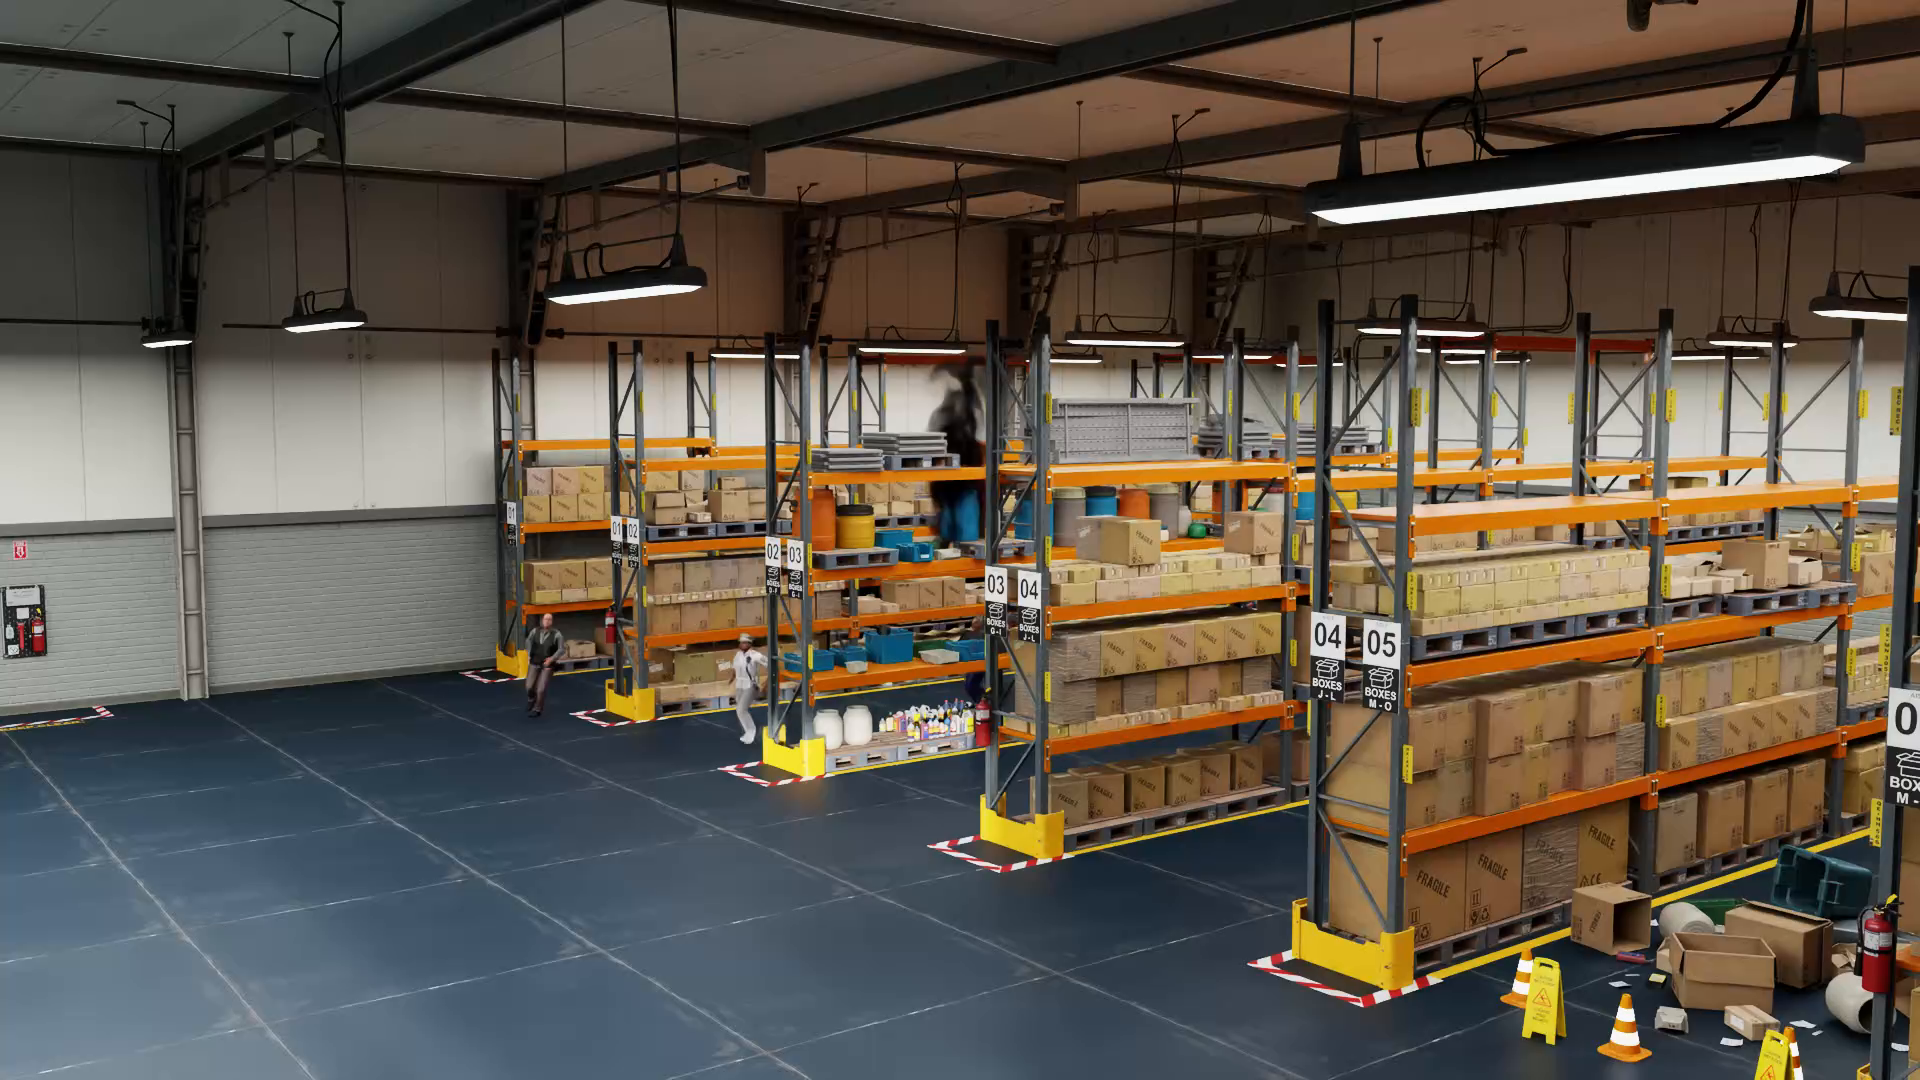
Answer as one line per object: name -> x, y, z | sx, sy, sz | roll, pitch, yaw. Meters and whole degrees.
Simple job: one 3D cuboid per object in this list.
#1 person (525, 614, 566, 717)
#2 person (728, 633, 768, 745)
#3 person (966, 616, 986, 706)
person -> -6.654, 2.008, 26.587 | 0.711, 1.676, 0.547 | 0, 5, 0
person -> -3.117, 2.184, 24.430 | 0.606, 1.674, 0.666 | 3, 6, 33
person -> 0.251, 2.040, 26.633 | 0.539, 1.587, 0.600 | -4, 6, -38
